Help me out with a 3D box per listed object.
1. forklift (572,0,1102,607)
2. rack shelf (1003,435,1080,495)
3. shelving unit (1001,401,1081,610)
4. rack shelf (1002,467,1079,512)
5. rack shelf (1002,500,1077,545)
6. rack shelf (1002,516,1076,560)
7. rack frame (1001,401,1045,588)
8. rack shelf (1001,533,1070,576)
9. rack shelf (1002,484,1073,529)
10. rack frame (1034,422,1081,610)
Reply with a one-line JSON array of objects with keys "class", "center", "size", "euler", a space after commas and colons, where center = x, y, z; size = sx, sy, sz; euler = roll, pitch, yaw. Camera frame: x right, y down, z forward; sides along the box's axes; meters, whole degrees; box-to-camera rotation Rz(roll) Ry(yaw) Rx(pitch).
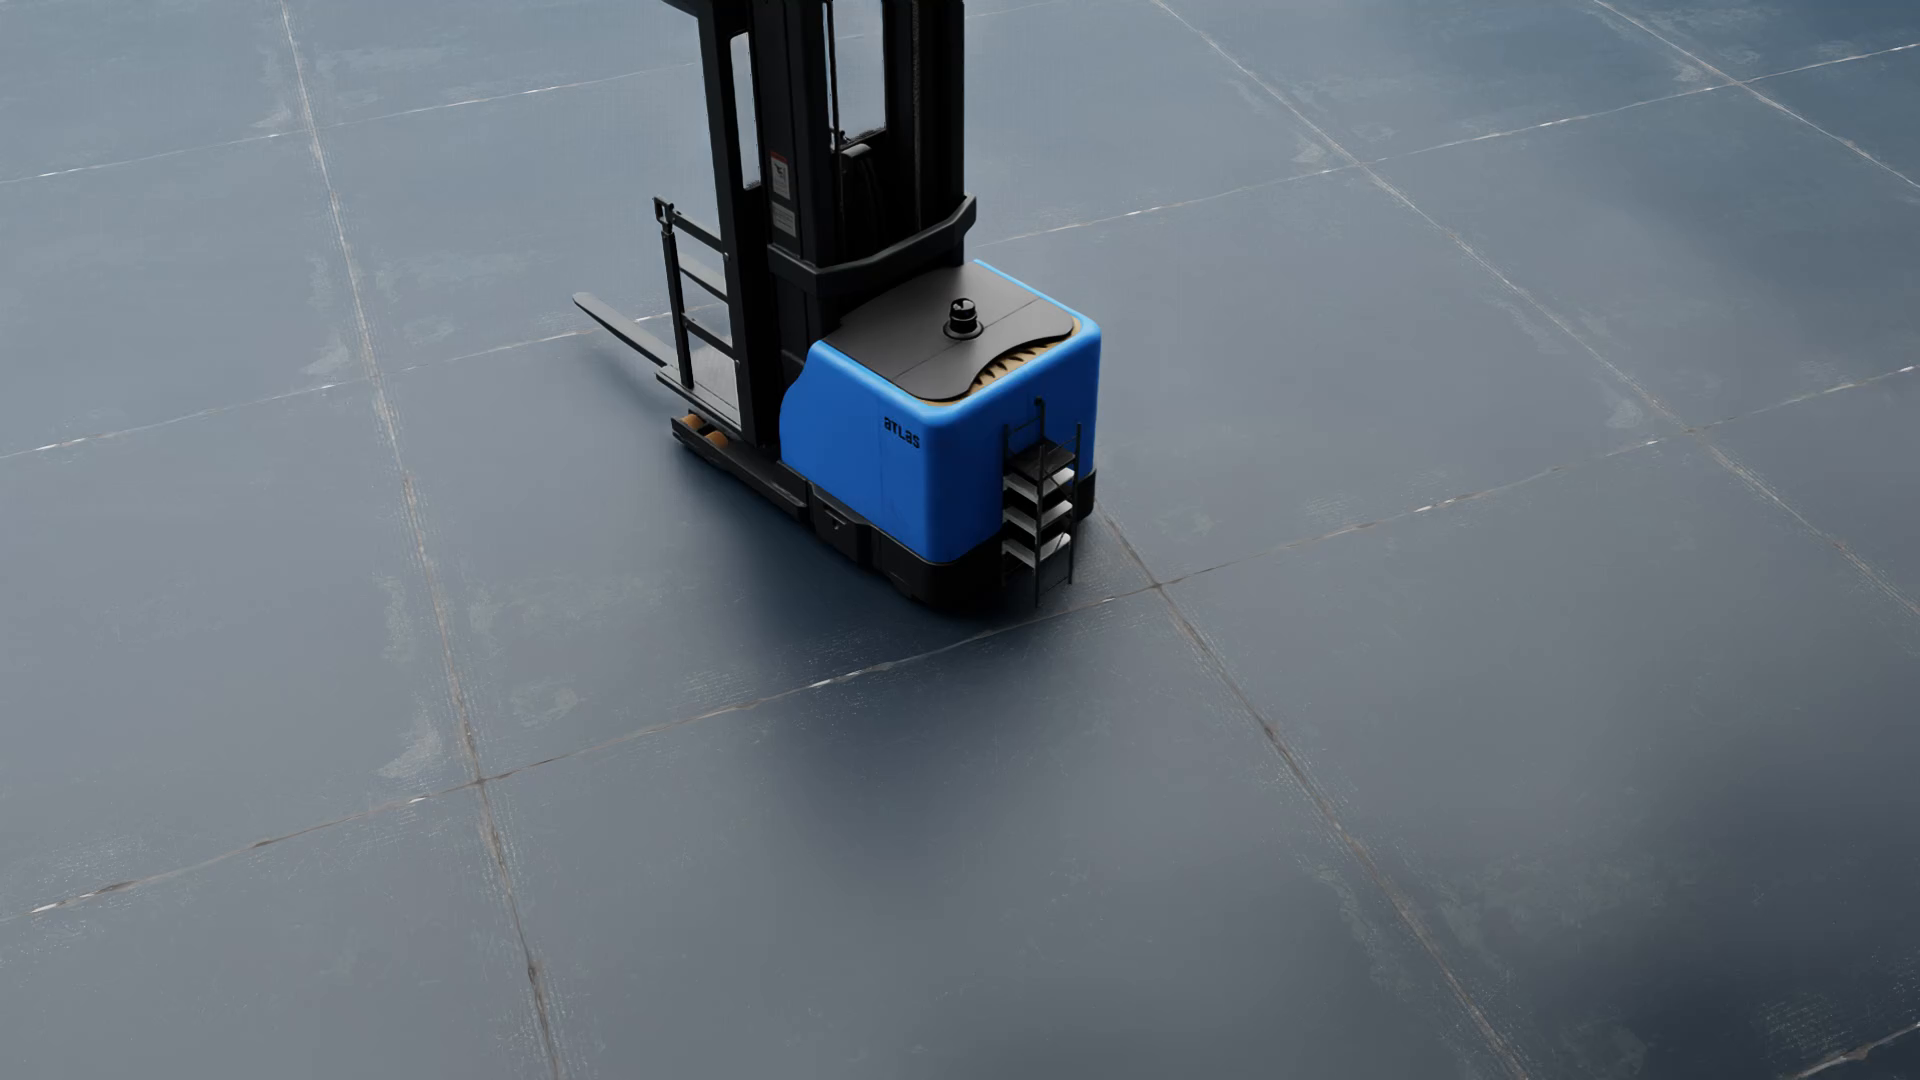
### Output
[{"class": "forklift", "center": [-0.767, -1.683, 7.378], "size": [1.130, 2.935, 3.031], "euler": [-33, 50, -32]}, {"class": "rack shelf", "center": [0.341, -0.316, 6.983], "size": [0.258, 0.077, 0.200], "euler": [-33, 50, -32]}, {"class": "shelving unit", "center": [0.341, -0.137, 7.137], "size": [0.258, 0.900, 0.210], "euler": [-33, 50, -32]}, {"class": "rack shelf", "center": [0.341, -0.248, 7.042], "size": [0.258, 0.077, 0.200], "euler": [-33, 50, -32]}, {"class": "rack shelf", "center": [0.341, -0.111, 7.159], "size": [0.258, 0.077, 0.200], "euler": [-33, 50, -32]}, {"class": "rack shelf", "center": [0.341, -0.043, 7.218], "size": [0.258, 0.077, 0.200], "euler": [-33, 50, -32]}, {"class": "rack frame", "center": [0.270, -0.184, 7.192], "size": [0.240, 0.900, 0.006], "euler": [-33, 50, -32]}, {"class": "rack shelf", "center": [0.341, 0.025, 7.276], "size": [0.258, 0.077, 0.200], "euler": [-33, 50, -32]}, {"class": "rack shelf", "center": [0.341, -0.180, 7.100], "size": [0.258, 0.077, 0.200], "euler": [-33, 50, -32]}, {"class": "rack frame", "center": [0.412, -0.089, 7.082], "size": [0.240, 0.900, 0.006], "euler": [-33, 50, -32]}]
